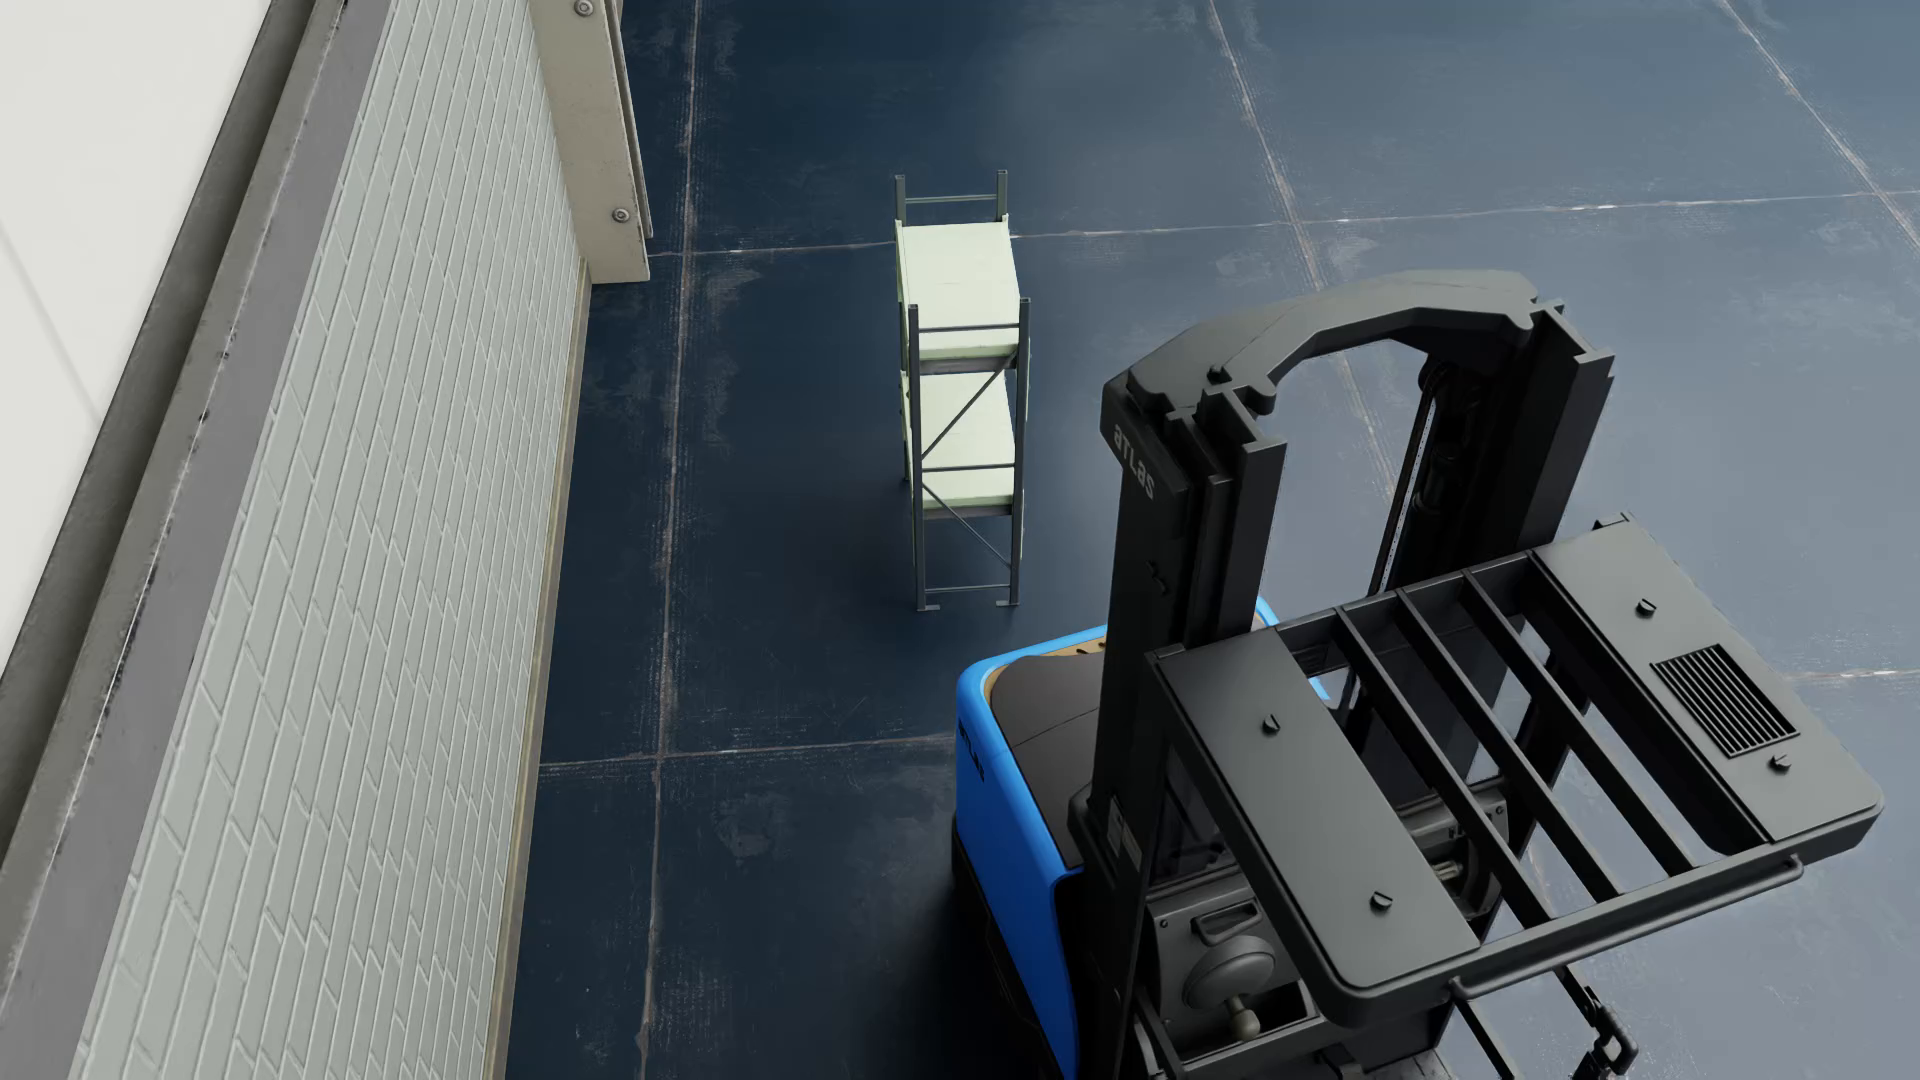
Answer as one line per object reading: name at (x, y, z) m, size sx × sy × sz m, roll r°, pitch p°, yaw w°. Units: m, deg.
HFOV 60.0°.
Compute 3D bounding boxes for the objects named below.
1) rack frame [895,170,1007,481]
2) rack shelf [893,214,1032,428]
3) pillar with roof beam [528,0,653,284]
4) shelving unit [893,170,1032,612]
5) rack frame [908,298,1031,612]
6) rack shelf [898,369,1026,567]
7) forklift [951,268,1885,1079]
rack frame at (-0.031, -0.785, 6.461) m, size 0.400 × 1.500 × 0.023 m, roll -3°, pitch 47°, yaw -3°
rack shelf at (-0.001, -0.789, 5.927) m, size 0.431 × 0.370 × 0.720 m, roll -3°, pitch 47°, yaw -3°
pillar with roof beam at (2.640, -4.725, 5.027) m, size 9.100 × 9.000 × 0.400 m, roll -3°, pitch 47°, yaw -3°
shelving unit at (-0.001, -0.521, 6.210) m, size 0.431 × 1.500 × 0.755 m, roll -3°, pitch 47°, yaw -3°
rack frame at (0.030, -0.256, 5.959) m, size 0.400 × 1.500 × 0.023 m, roll -3°, pitch 47°, yaw -3°
rack shelf at (-0.001, -0.296, 6.447) m, size 0.431 × 0.370 × 0.720 m, roll -3°, pitch 47°, yaw -3°
forklift at (0.959, 0.990, 3.794) m, size 1.130 × 2.935 × 3.031 m, roll -15°, pitch 48°, yaw -14°
